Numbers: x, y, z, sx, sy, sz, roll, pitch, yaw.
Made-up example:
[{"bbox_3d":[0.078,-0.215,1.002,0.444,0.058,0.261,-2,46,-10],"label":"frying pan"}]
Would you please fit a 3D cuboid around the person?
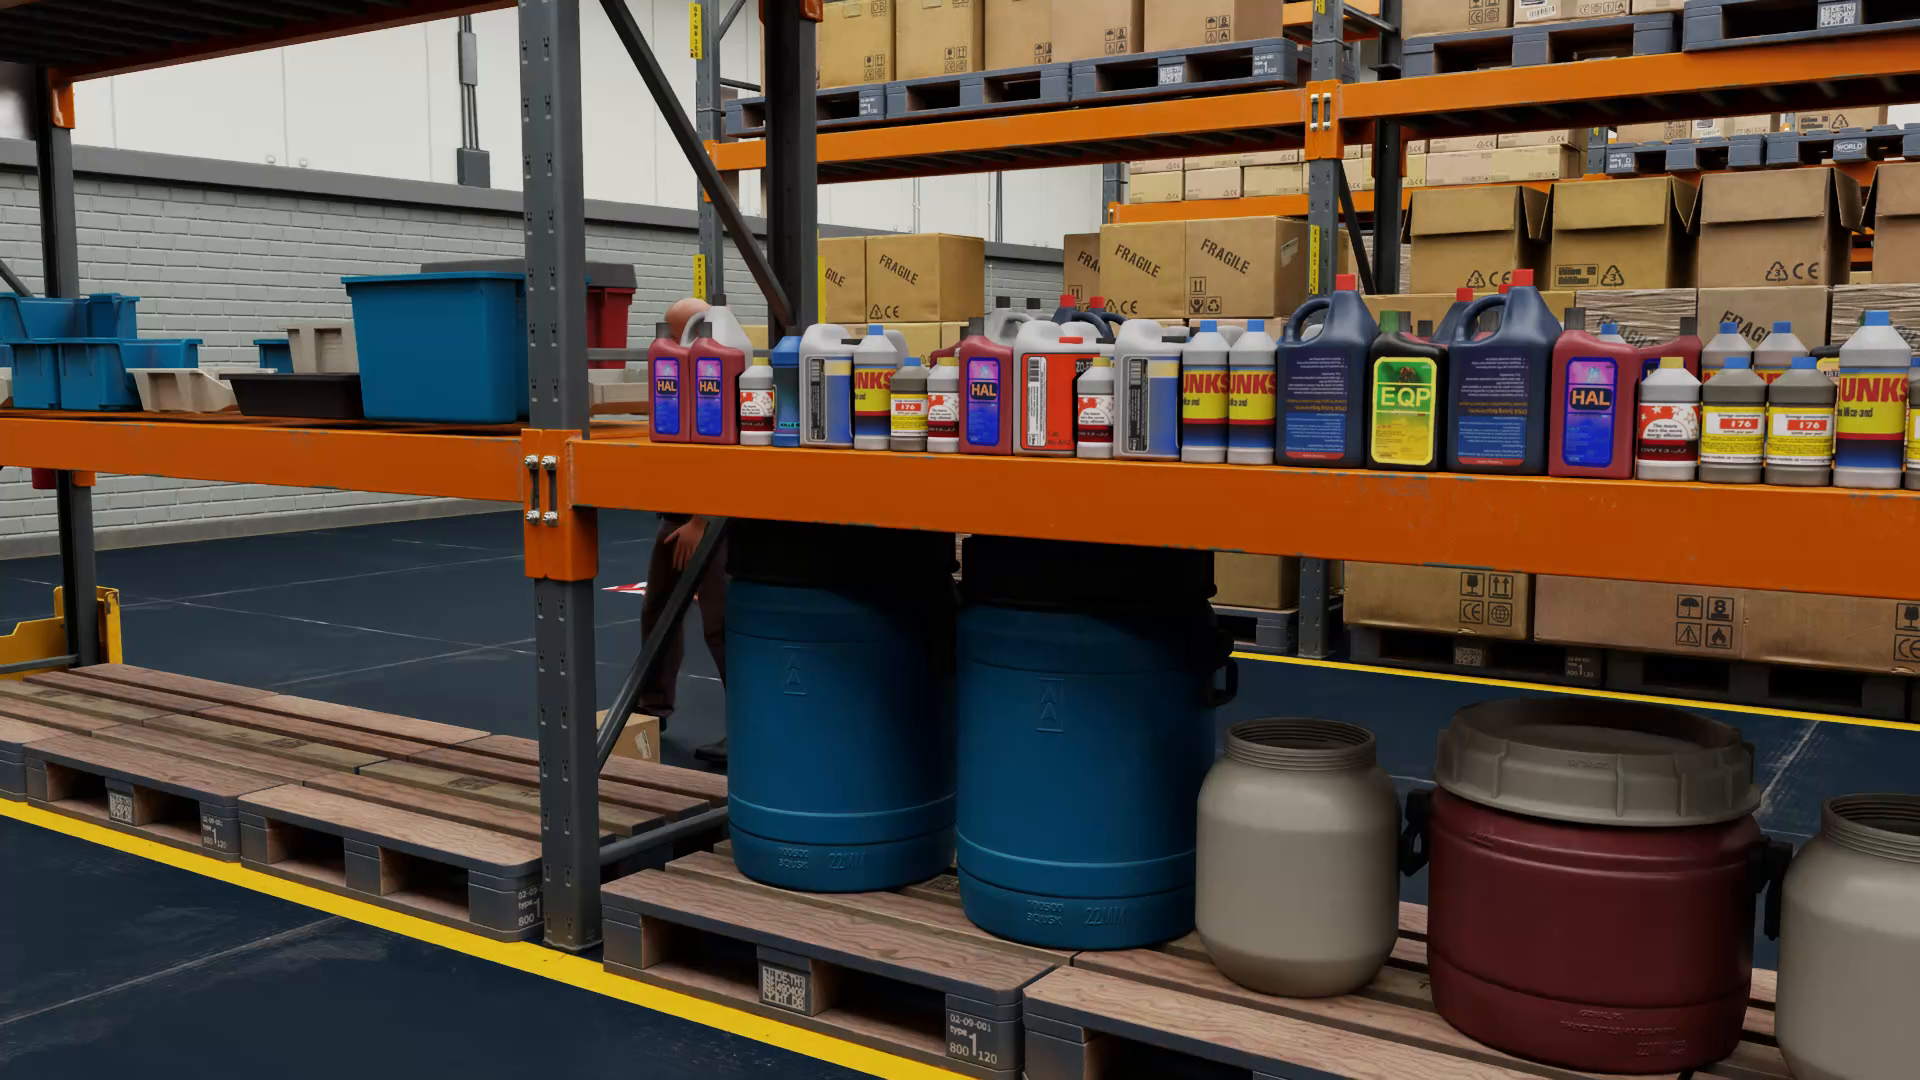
[{"bbox_3d":[-1.011,-0.038,6.165,0.540,1.722,0.597,-5,8,-38],"label":"person"}]
